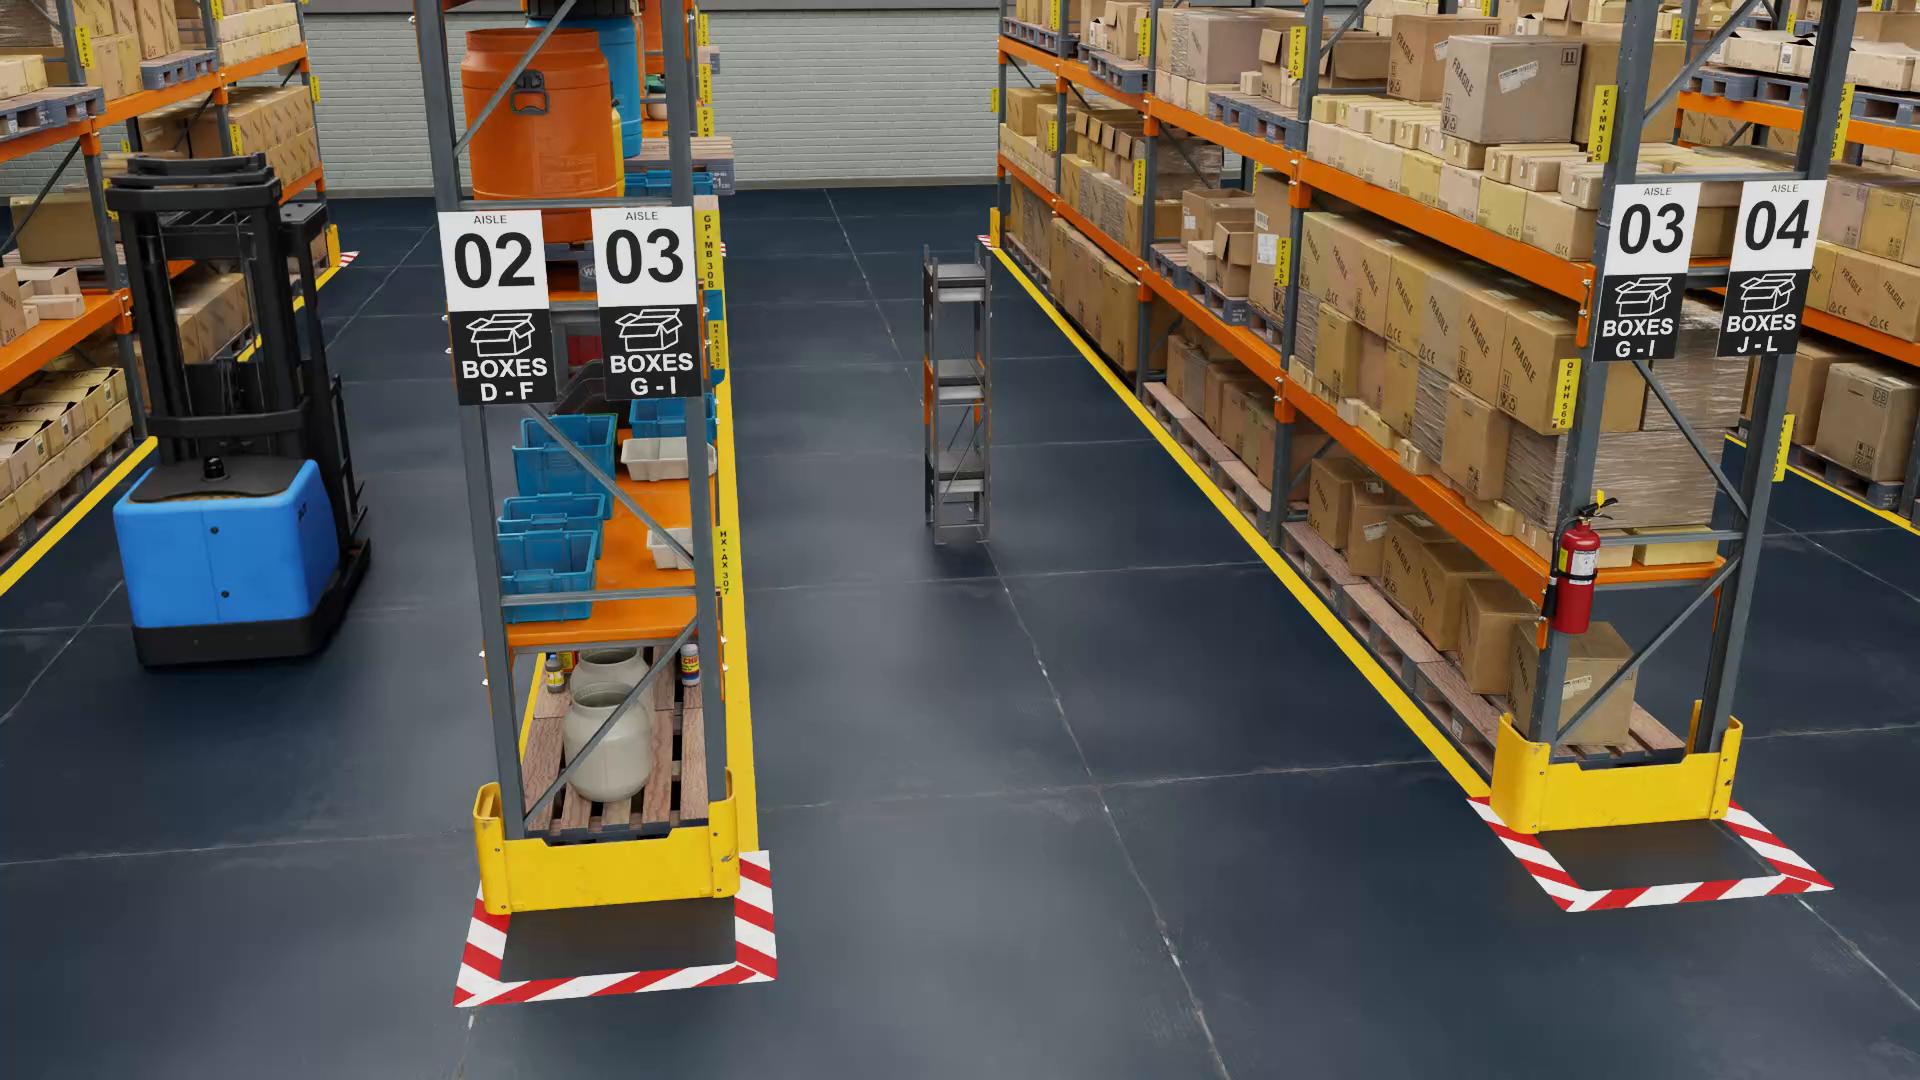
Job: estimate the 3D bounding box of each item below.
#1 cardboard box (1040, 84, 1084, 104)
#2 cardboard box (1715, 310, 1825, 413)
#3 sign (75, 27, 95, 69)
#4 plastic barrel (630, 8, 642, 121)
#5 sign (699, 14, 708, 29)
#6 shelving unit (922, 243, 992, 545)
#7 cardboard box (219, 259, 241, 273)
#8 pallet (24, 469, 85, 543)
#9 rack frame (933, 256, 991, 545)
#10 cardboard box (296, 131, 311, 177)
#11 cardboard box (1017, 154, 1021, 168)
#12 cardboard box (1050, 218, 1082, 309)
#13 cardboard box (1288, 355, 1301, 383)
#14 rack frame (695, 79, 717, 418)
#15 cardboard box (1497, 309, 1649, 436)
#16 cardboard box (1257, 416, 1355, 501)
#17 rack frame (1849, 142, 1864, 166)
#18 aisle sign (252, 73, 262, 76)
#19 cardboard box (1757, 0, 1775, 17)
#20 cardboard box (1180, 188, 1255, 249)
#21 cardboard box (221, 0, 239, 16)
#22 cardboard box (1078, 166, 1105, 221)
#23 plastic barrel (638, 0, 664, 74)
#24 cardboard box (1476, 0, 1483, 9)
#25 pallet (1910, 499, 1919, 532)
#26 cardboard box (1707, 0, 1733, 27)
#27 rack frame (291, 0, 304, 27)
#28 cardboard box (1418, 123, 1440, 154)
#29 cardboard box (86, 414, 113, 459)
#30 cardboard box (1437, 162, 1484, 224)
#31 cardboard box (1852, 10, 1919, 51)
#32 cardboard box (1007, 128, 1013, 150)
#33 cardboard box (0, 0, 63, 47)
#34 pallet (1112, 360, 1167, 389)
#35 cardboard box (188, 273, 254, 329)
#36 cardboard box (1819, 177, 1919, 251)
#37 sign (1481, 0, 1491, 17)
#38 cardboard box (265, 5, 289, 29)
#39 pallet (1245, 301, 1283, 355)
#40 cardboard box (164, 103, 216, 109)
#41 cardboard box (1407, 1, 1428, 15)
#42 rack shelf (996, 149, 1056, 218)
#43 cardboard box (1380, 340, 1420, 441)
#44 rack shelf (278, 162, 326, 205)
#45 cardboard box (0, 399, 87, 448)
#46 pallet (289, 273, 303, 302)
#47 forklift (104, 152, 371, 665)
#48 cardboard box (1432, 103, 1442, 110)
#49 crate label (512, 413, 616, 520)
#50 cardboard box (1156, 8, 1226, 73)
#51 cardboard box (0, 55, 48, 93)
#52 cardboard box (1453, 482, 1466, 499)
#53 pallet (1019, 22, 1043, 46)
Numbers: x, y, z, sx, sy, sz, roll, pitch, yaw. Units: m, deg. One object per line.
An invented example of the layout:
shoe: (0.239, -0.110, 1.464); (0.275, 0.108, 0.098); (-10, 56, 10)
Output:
cardboard box: (1.352, -5.804, 22.187); (0.500, 0.500, 0.500); (-3, 21, -7)
cardboard box: (7.226, -1.610, 14.854); (1.050, 0.750, 0.750); (-3, 21, -7)
sign: (-7.078, -3.981, 13.448); (0.100, 0.325, 0.005); (-3, 21, -8)
plastic barrel: (-2.626, -3.393, 12.009); (0.600, 0.901, 0.708); (-3, 21, -8)
sign: (-3.337, -6.679, 21.674); (0.100, 0.325, 0.005); (-3, 21, -8)
shelving unit: (-0.024, -1.041, 12.002); (0.431, 2.100, 0.503); (-3, 21, -8)
cardboard box: (-8.481, -3.343, 19.818); (0.797, 0.503, 0.637); (-3, 21, -8)
pallet: (-7.375, -0.256, 12.601); (1.003, 0.211, 1.213); (-3, 21, -8)
rack frame: (0.011, -0.956, 11.776); (0.400, 2.100, 0.015); (-3, 21, -8)
cardboard box: (-8.369, -4.767, 20.549); (0.500, 0.500, 0.500); (-3, 21, -7)
cardboard box: (0.935, -4.837, 21.239); (0.380, 0.149, 0.250); (-3, 21, -8)
cardboard box: (1.711, -3.135, 18.760); (1.225, 0.875, 0.875); (-3, 21, -8)
cardboard box: (2.485, -1.177, 11.440); (0.380, 0.149, 0.250); (-3, 21, -8)
rack frame: (-2.726, -2.520, 14.675); (1.000, 3.000, 0.127); (-3, 21, -8)
cardboard box: (3.005, -0.832, 8.160); (0.500, 0.500, 0.500); (-3, 21, -8)
cardboard box: (2.685, -0.633, 12.568); (0.700, 0.500, 0.500); (-5, 21, -12)
rack frame: (11.405, -4.654, 20.390); (1.000, 3.000, 0.127); (-3, 21, -8)
aisle sign: (-9.082, -6.268, 20.994); (0.394, 0.787, 0.004); (-3, 21, -8)
cardboard box: (10.995, -7.125, 22.104); (0.500, 0.311, 0.500); (-3, 21, -7)
cardboard box: (2.293, -2.828, 14.758); (0.500, 0.500, 0.500); (-6, 21, -14)
cardboard box: (-8.244, -5.923, 17.929); (0.700, 0.500, 0.500); (-3, 21, -8)
cardboard box: (1.563, -3.682, 17.644); (0.500, 0.500, 0.500); (-3, 21, -9)
plastic barrel: (-2.805, -4.519, 14.528); (0.600, 0.830, 0.708); (-3, 21, -8)
cardboard box: (6.206, -6.220, 19.225); (0.380, 0.149, 0.250); (-4, 21, -10)
pallet: (7.707, -0.026, 11.984); (1.003, 0.211, 1.213); (-3, 21, -8)
cardboard box: (7.238, -5.128, 16.134); (0.396, 0.266, 0.258); (-3, 21, -8)
rack frame: (-8.781, -7.851, 20.376); (1.000, 3.000, 0.127); (-3, 21, -8)
cardboard box: (2.790, -2.241, 9.287); (0.380, 0.149, 0.250); (-2, 21, -6)
cardboard box: (-7.233, -0.832, 13.485); (0.500, 0.250, 0.500); (-3, 21, -8)
cardboard box: (2.867, -1.839, 8.780); (0.500, 0.250, 0.500); (-2, 21, -7)
cardboard box: (7.626, -4.092, 13.713); (0.500, 0.500, 0.500); (-3, 21, -8)
cardboard box: (0.906, -5.249, 21.772); (0.500, 0.250, 0.500); (-3, 21, -8)
cardboard box: (-7.685, -4.343, 13.698); (0.500, 0.500, 0.500); (-3, 21, -8)
pallet: (2.136, -1.740, 16.573); (1.003, 0.211, 1.213); (-3, 21, -8)
cardboard box: (-7.850, -2.535, 17.659); (0.500, 0.500, 0.500); (-3, 21, -8)
cardboard box: (7.449, -2.639, 13.424); (0.700, 0.500, 0.500); (-3, 21, -7)
sign: (5.986, -5.987, 18.932); (0.100, 0.325, 0.005); (-3, 21, -8)
cardboard box: (-8.382, -6.272, 19.934); (0.500, 0.250, 0.500); (-3, 21, -8)
pallet: (2.786, -1.567, 12.398); (1.003, 0.211, 1.213); (-3, 21, -8)
cardboard box: (-8.683, -4.685, 18.901); (0.500, 0.500, 0.500); (-3, 21, -7)
cardboard box: (5.963, -6.627, 20.886); (0.500, 0.250, 0.500); (-4, 21, -10)
rack shelf: (1.311, -4.510, 21.032); (1.077, 0.370, 4.000); (-3, 21, -8)
cardboard box: (2.996, -0.894, 9.754); (0.875, 0.500, 0.500); (-3, 21, -8)
rack shelf: (-8.493, -4.011, 19.698); (1.077, 0.370, 4.000); (-3, 21, -8)
cardboard box: (-7.157, -0.919, 12.918); (0.500, 0.311, 0.500); (-3, 21, -8)
pallet: (-8.482, -3.011, 19.976); (1.003, 0.211, 1.213); (-3, 21, -8)
forklift: (-4.693, -1.099, 10.969); (1.130, 2.935, 3.031); (-3, 21, -9)
cardboard box: (3.155, -2.629, 10.324); (0.380, 0.149, 0.250); (-4, 21, -10)
crate label: (-2.106, -0.390, 8.922); (0.502, 0.435, 0.616); (-3, 21, -8)
cardboard box: (1.989, -4.280, 14.244); (0.500, 0.500, 0.500); (-3, 21, -7)
cardboard box: (-7.507, -3.648, 13.025); (0.500, 0.250, 0.500); (-4, 21, -12)
cardboard box: (2.945, -0.317, 9.136); (0.380, 0.149, 0.250); (-3, 21, -8)
pallet: (1.319, -6.223, 20.431); (1.003, 0.211, 1.213); (-3, 21, -8)
